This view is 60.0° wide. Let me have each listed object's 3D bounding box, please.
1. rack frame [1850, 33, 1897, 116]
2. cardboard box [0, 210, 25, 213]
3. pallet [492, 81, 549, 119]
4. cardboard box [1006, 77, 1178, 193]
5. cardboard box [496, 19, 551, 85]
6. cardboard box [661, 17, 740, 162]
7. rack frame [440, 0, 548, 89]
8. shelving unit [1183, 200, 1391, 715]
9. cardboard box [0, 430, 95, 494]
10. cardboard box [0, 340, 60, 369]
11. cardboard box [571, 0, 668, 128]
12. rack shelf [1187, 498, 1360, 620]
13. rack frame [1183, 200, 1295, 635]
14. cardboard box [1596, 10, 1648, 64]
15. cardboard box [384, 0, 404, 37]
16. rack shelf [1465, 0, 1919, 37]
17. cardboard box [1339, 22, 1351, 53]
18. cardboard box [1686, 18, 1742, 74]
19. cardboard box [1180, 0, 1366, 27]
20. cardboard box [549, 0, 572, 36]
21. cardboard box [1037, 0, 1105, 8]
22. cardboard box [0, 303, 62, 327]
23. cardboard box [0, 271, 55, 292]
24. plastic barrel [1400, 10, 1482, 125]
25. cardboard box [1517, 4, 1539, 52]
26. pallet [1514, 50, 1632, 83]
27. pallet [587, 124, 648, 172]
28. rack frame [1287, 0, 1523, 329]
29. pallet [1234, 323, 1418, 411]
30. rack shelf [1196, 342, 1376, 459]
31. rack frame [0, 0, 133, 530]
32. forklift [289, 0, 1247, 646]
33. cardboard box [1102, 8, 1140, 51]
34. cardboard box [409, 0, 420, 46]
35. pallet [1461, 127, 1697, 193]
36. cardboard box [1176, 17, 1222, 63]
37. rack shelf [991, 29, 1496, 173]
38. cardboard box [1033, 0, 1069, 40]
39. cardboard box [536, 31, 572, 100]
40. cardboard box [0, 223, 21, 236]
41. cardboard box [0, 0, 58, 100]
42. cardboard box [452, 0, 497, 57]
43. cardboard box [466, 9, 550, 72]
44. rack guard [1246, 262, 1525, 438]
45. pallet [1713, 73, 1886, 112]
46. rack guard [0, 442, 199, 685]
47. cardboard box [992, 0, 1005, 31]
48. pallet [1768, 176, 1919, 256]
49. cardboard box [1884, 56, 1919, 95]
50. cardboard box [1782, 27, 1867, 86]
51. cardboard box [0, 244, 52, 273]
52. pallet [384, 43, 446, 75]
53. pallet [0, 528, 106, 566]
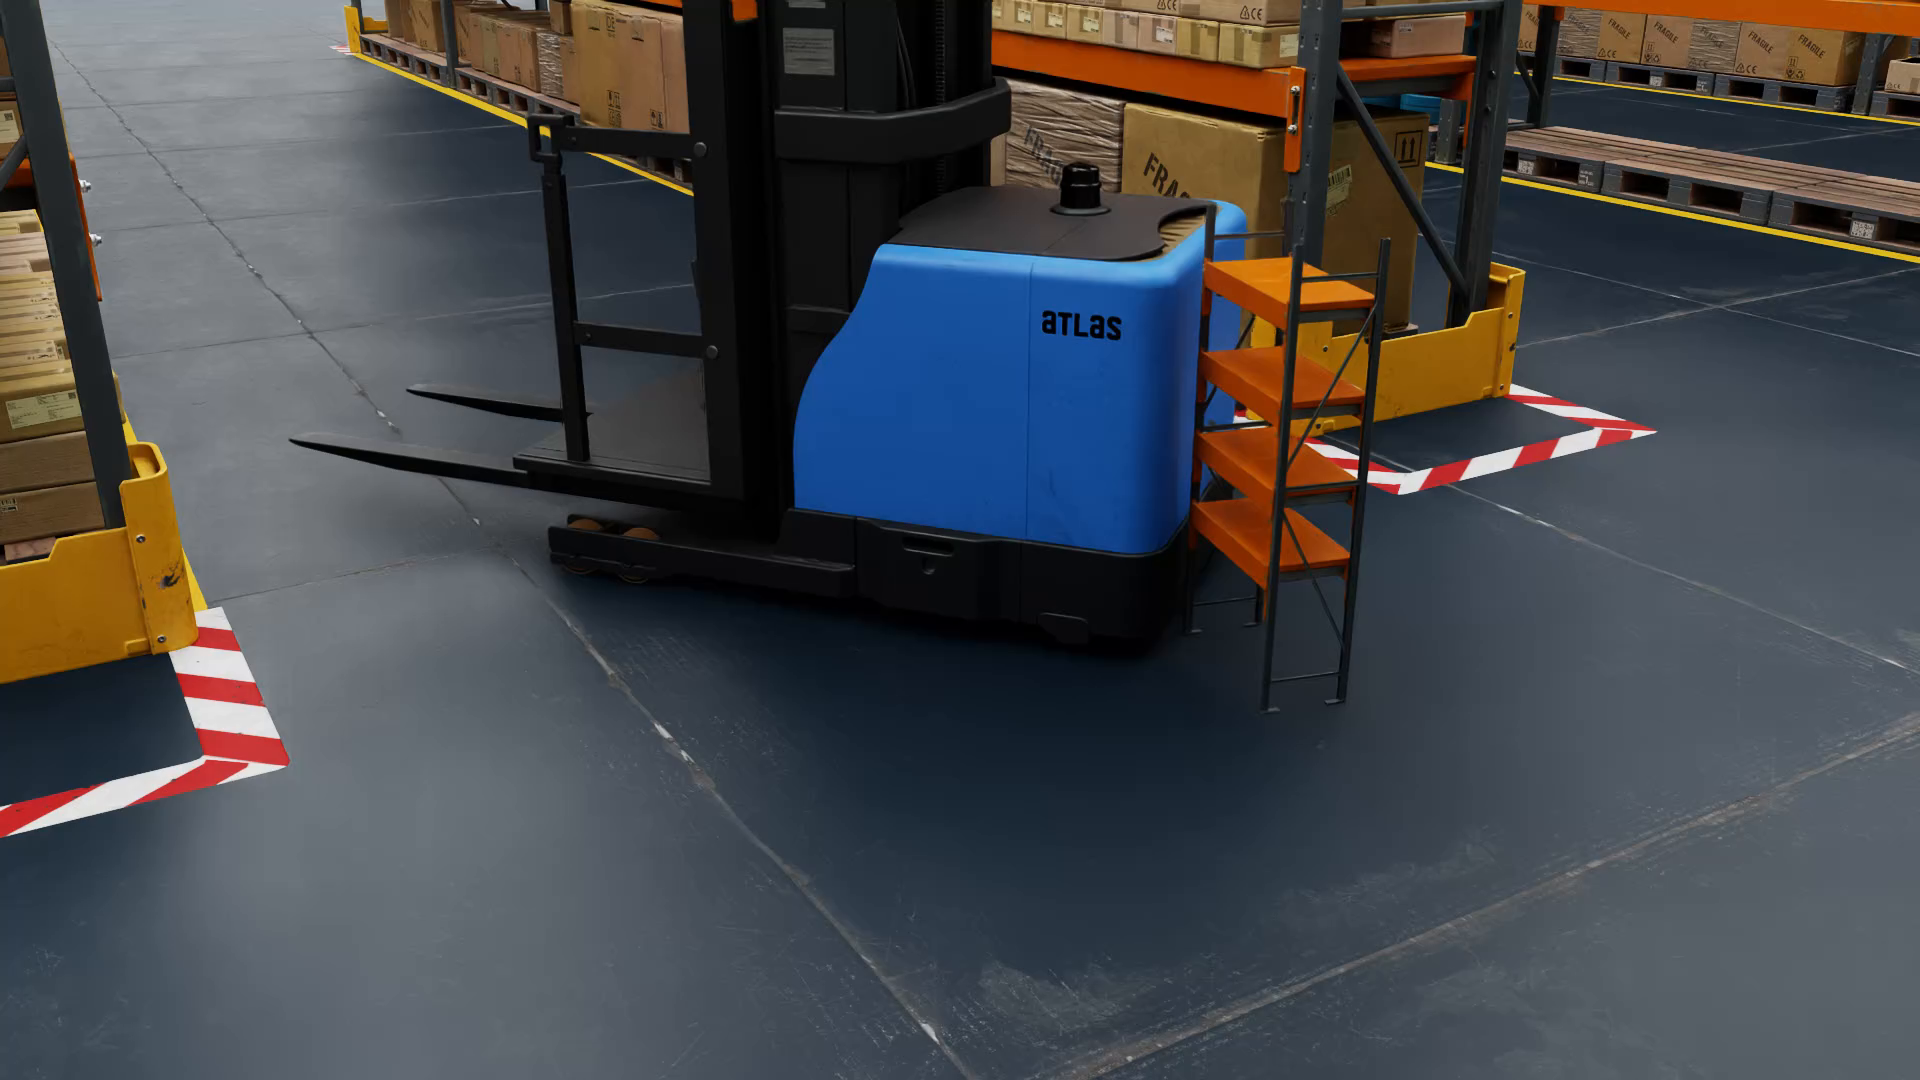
[{"bbox_3d":[8.143,-5.138,13.969,1.000,3.000,0.127,-13,25,-28],"label":"rack frame"},{"bbox_3d":[-4.121,-1.322,7.018,0.380,0.149,0.250,-12,25,-28],"label":"cardboard box"},{"bbox_3d":[-3.435,-3.885,14.589,1.003,0.211,1.213,-13,25,-28],"label":"pallet"},{"bbox_3d":[0.808,-1.636,7.616,0.875,0.875,0.875,-13,25,-28],"label":"cardboard box"},{"bbox_3d":[-3.653,-4.327,14.710,0.700,0.500,0.500,-15,27,-33],"label":"cardboard box"},{"bbox_3d":[-1.176,-2.937,10.817,1.225,0.875,0.875,-14,26,-30],"label":"cardboard box"},{"bbox_3d":[-4.462,-5.824,15.656,1.000,3.000,0.127,-13,25,-28],"label":"rack frame"},{"bbox_3d":[0.809,-0.216,4.249,0.258,1.200,0.503,-6,23,-15],"label":"shelving unit"},{"bbox_3d":[-2.694,-0.248,4.772,0.380,0.149,0.250,-11,25,-26],"label":"cardboard box"},{"bbox_3d":[-2.867,-0.468,4.918,0.380,0.149,0.250,-12,25,-27],"label":"cardboard box"},{"bbox_3d":[-2.084,-3.512,12.231,1.225,0.875,0.875,-14,26,-31],"label":"cardboard box"},{"bbox_3d":[0.809,0.031,4.349,0.258,0.148,0.480,-6,23,-15],"label":"rack shelf"},{"bbox_3d":[0.743,-0.304,4.466,0.240,1.200,0.015,-6,23,-15],"label":"rack frame"},{"bbox_3d":[6.611,-4.945,16.229,0.500,0.500,0.500,-13,25,-29],"label":"cardboard box"},{"bbox_3d":[-6.200,-5.950,18.728,0.500,0.500,0.500,-8,23,-18],"label":"cardboard box"},{"bbox_3d":[4.905,-3.206,10.171,1.077,0.370,4.000,-13,25,-28],"label":"rack shelf"},{"bbox_3d":[1.638,-2.084,6.788,0.380,0.149,0.250,-13,25,-29],"label":"cardboard box"},{"bbox_3d":[7.144,-4.613,15.412,0.500,0.500,0.500,-12,25,-28],"label":"cardboard box"},{"bbox_3d":[1.192,-2.113,6.331,0.500,0.250,0.500,-13,26,-29],"label":"cardboard box"},{"bbox_3d":[-3.066,-4.303,13.654,0.500,0.250,0.500,-10,24,-22],"label":"cardboard box"},{"bbox_3d":[0.674,-2.442,7.141,0.500,0.250,0.500,-14,26,-30],"label":"cardboard box"},{"bbox_3d":[-3.084,-0.639,5.338,0.380,0.149,0.250,-14,26,-31],"label":"cardboard box"},{"bbox_3d":[-3.312,-0.824,5.794,0.380,0.149,0.250,-12,25,-27],"label":"cardboard box"},{"bbox_3d":[3.620,-3.588,12.385,0.600,0.901,0.708,-13,25,-28],"label":"plastic barrel"},{"bbox_3d":[6.087,-5.276,17.045,0.500,0.500,0.500,-11,25,-26],"label":"cardboard box"},{"bbox_3d":[6.449,-4.892,17.067,1.003,0.211,1.213,-13,25,-28],"label":"pallet"},{"bbox_3d":[-2.080,-2.967,12.331,1.003,0.211,1.213,-13,25,-28],"label":"pallet"},{"bbox_3d":[1.668,-1.939,6.099,1.000,3.000,0.127,-13,25,-28],"label":"rack frame"},{"bbox_3d":[1.192,-0.891,7.223,1.003,0.211,1.213,-13,25,-28],"label":"pallet"},{"bbox_3d":[0.809,-0.361,4.190,0.258,0.148,0.480,-6,23,-15],"label":"rack shelf"},{"bbox_3d":[-2.647,-1.018,3.832,1.000,3.000,0.127,-13,25,-28],"label":"rack frame"},{"bbox_3d":[-0.709,-1.402,4.867,3.031,2.935,1.130,8,24,19],"label":"forklift"},{"bbox_3d":[0.814,-2.121,6.880,0.380,0.149,0.250,-12,25,-27],"label":"cardboard box"},{"bbox_3d":[-5.562,-5.556,17.760,0.500,0.500,0.500,-10,24,-23],"label":"cardboard box"},{"bbox_3d":[4.292,-2.664,11.586,1.003,0.211,1.213,-13,25,-28],"label":"pallet"},{"bbox_3d":[1.069,-1.958,6.480,0.380,0.149,0.250,-12,25,-28],"label":"cardboard box"},{"bbox_3d":[0.647,-2.253,7.827,1.077,0.370,4.000,-13,25,-28],"label":"rack shelf"},{"bbox_3d":[0.547,-2.289,7.293,0.380,0.149,0.250,-13,25,-28],"label":"cardboard box"},{"bbox_3d":[-3.072,-3.965,13.818,0.700,0.500,0.500,-15,27,-33],"label":"cardboard box"},{"bbox_3d":[-3.922,-1.144,6.580,0.380,0.149,0.250,-12,25,-27],"label":"cardboard box"},{"bbox_3d":[-2.639,-1.400,4.245,0.500,0.500,0.500,-11,25,-26],"label":"cardboard box"},{"bbox_3d":[-4.931,-5.181,16.837,0.500,0.500,0.500,-5,23,-11],"label":"cardboard box"},{"bbox_3d":[-4.166,-4.667,15.544,0.700,0.500,0.500,-15,26,-32],"label":"cardboard box"},{"bbox_3d":[1.680,-0.773,6.550,1.175,0.500,0.348,-13,25,-28],"label":"rack guard"},{"bbox_3d":[7.695,-4.102,15.124,1.003,0.211,1.213,-13,25,-28],"label":"pallet"},{"bbox_3d":[-2.686,0.116,4.363,1.175,0.500,0.348,-13,25,-28],"label":"rack guard"},{"bbox_3d":[0.288,-2.454,7.698,0.380,0.149,0.250,-13,26,-30],"label":"cardboard box"},{"bbox_3d":[5.538,-1.874,9.643,1.003,0.211,1.213,-13,25,-28],"label":"pallet"},{"bbox_3d":[8.172,-3.919,13.956,0.500,0.311,0.500,-13,25,-28],"label":"cardboard box"},{"bbox_3d":[7.645,-4.289,14.614,0.500,0.500,0.500,-13,25,-29],"label":"cardboard box"},{"bbox_3d":[-3.556,-0.989,6.199,0.380,0.149,0.250,-14,26,-30],"label":"cardboard box"},{"bbox_3d":[-5.462,-5.138,17.671,1.003,0.211,1.213,-13,25,-28],"label":"pallet"},{"bbox_3d":[-3.071,-0.020,5.081,1.003,0.211,1.213,-13,25,-28],"label":"pallet"}]
